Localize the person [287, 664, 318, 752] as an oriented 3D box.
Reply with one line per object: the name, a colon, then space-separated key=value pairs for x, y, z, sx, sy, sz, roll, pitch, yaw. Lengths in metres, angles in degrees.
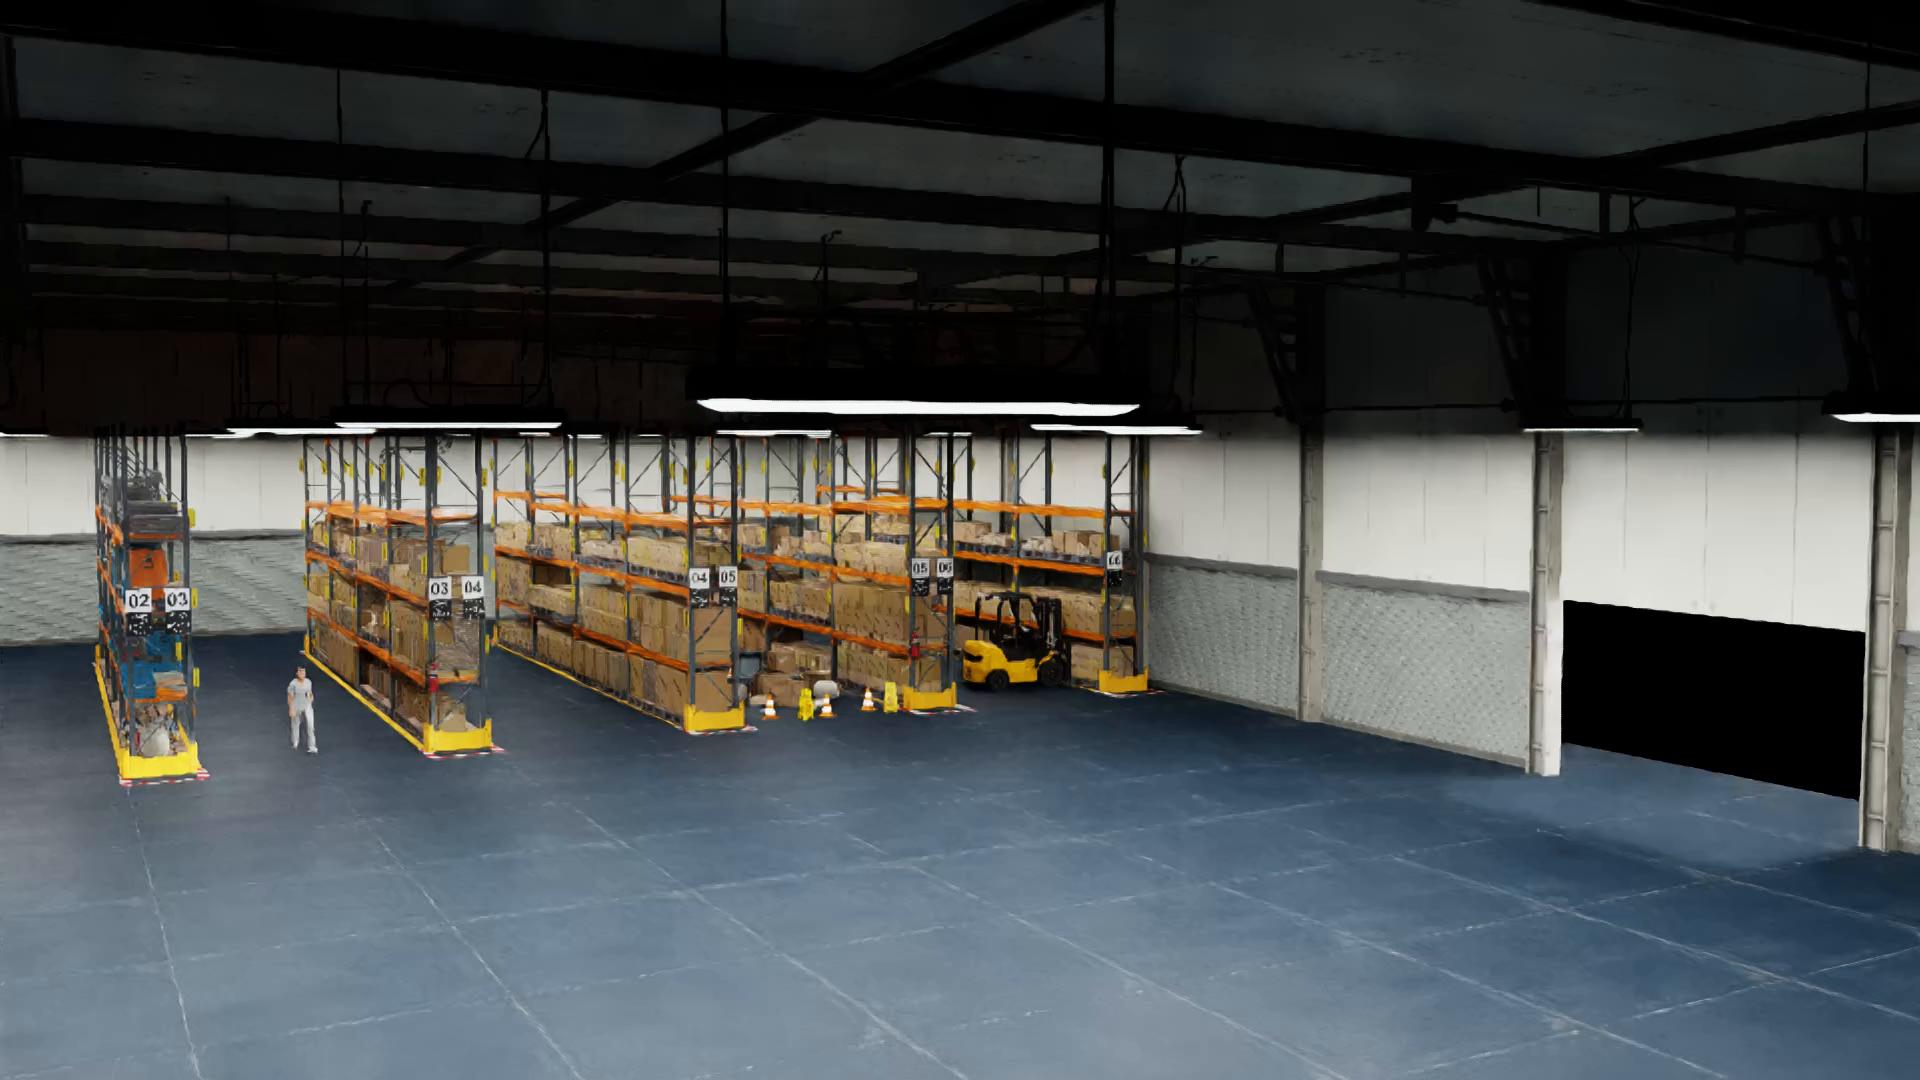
person: x=-12.053 y=3.062 z=30.407 sx=0.449 sy=1.585 sz=1.097 roll=-2 pitch=4 yaw=-30
